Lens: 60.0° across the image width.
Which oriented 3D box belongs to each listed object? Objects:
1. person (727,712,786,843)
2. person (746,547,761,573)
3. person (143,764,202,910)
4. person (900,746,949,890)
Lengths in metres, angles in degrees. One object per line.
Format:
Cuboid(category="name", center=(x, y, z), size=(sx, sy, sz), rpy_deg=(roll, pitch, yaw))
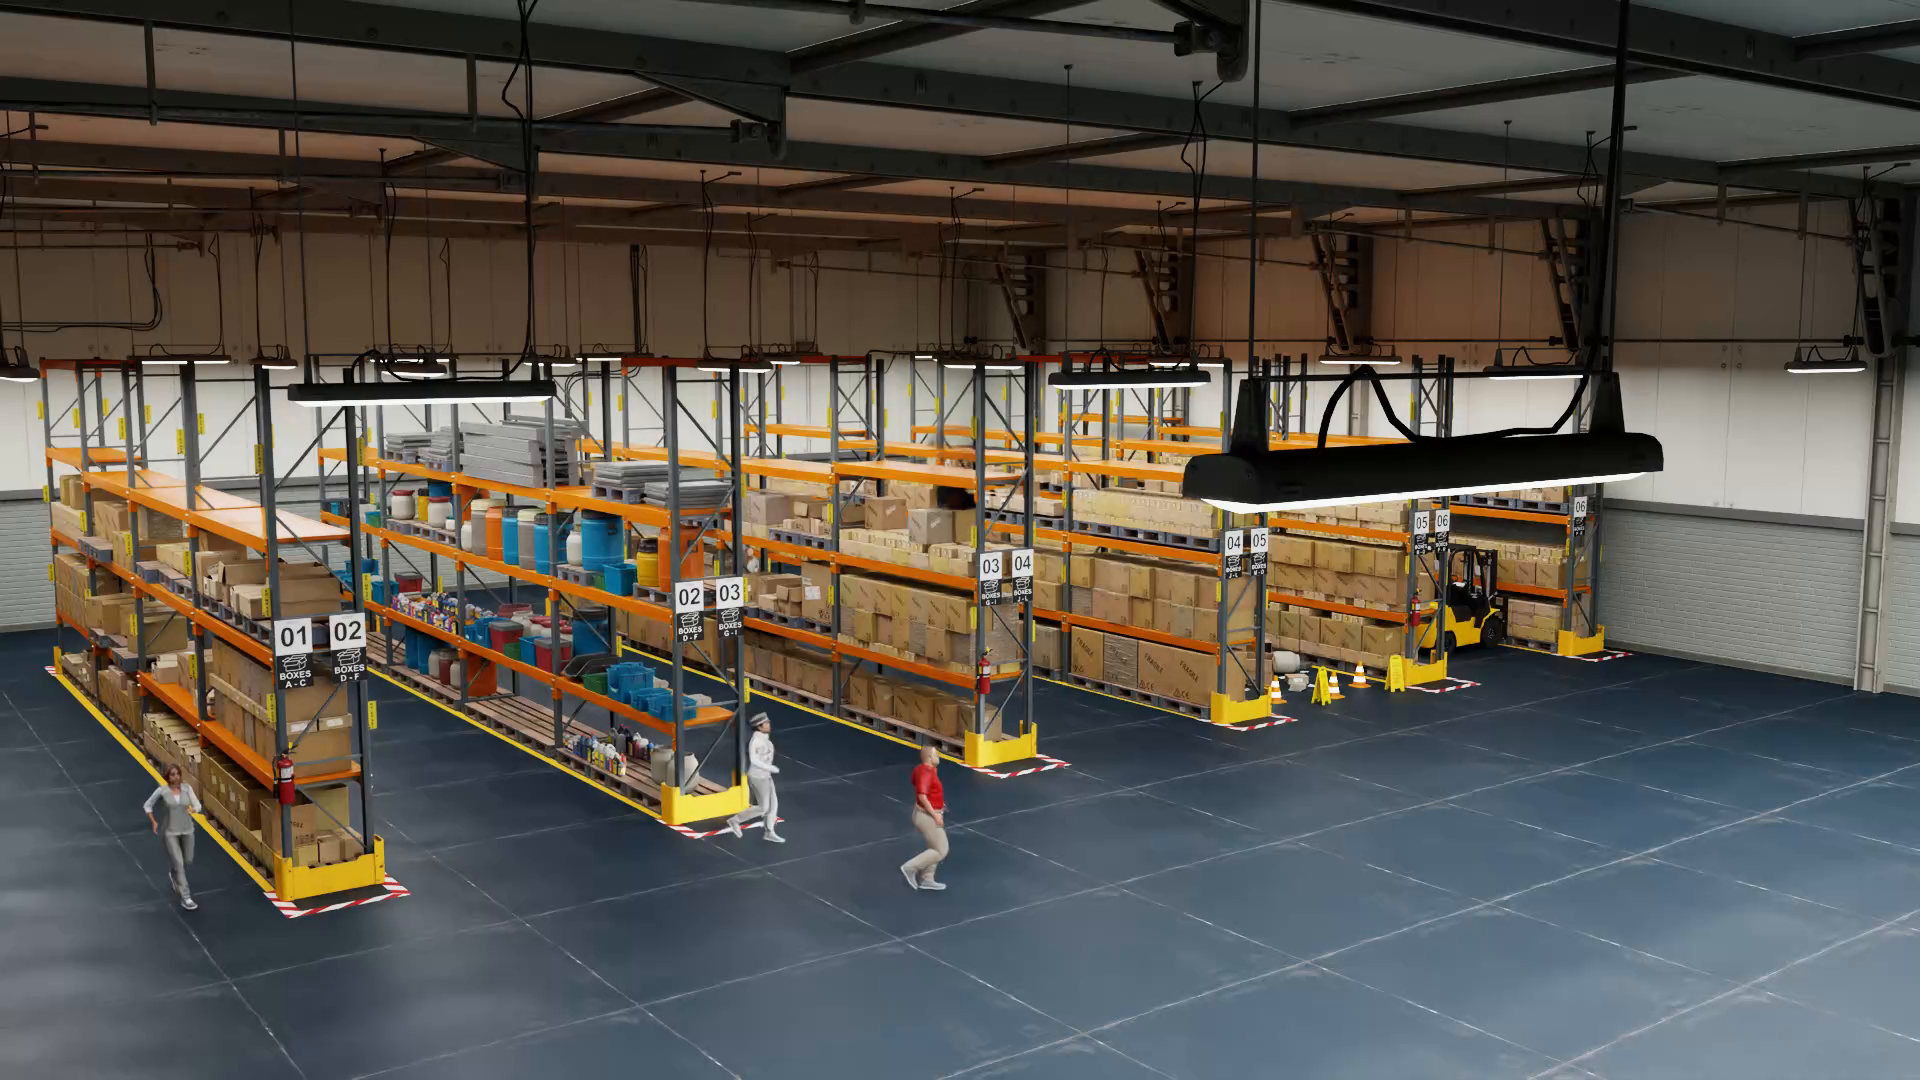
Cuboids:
Cuboid(category="person", center=(-2.580, 3.000, 20.955), size=(0.735, 1.704, 0.637), rpy_deg=(-1, 7, -12))
Cuboid(category="person", center=(-4.751, 0.980, 37.680), size=(0.541, 1.660, 0.670), rpy_deg=(-5, 9, -38))
Cuboid(category="person", center=(-8.778, 3.294, 18.642), size=(0.542, 1.549, 0.898), rpy_deg=(-7, 9, -43))
Cuboid(category="person", center=(-0.420, 3.207, 19.152), size=(0.600, 1.702, 0.683), rpy_deg=(-2, 7, -12))
